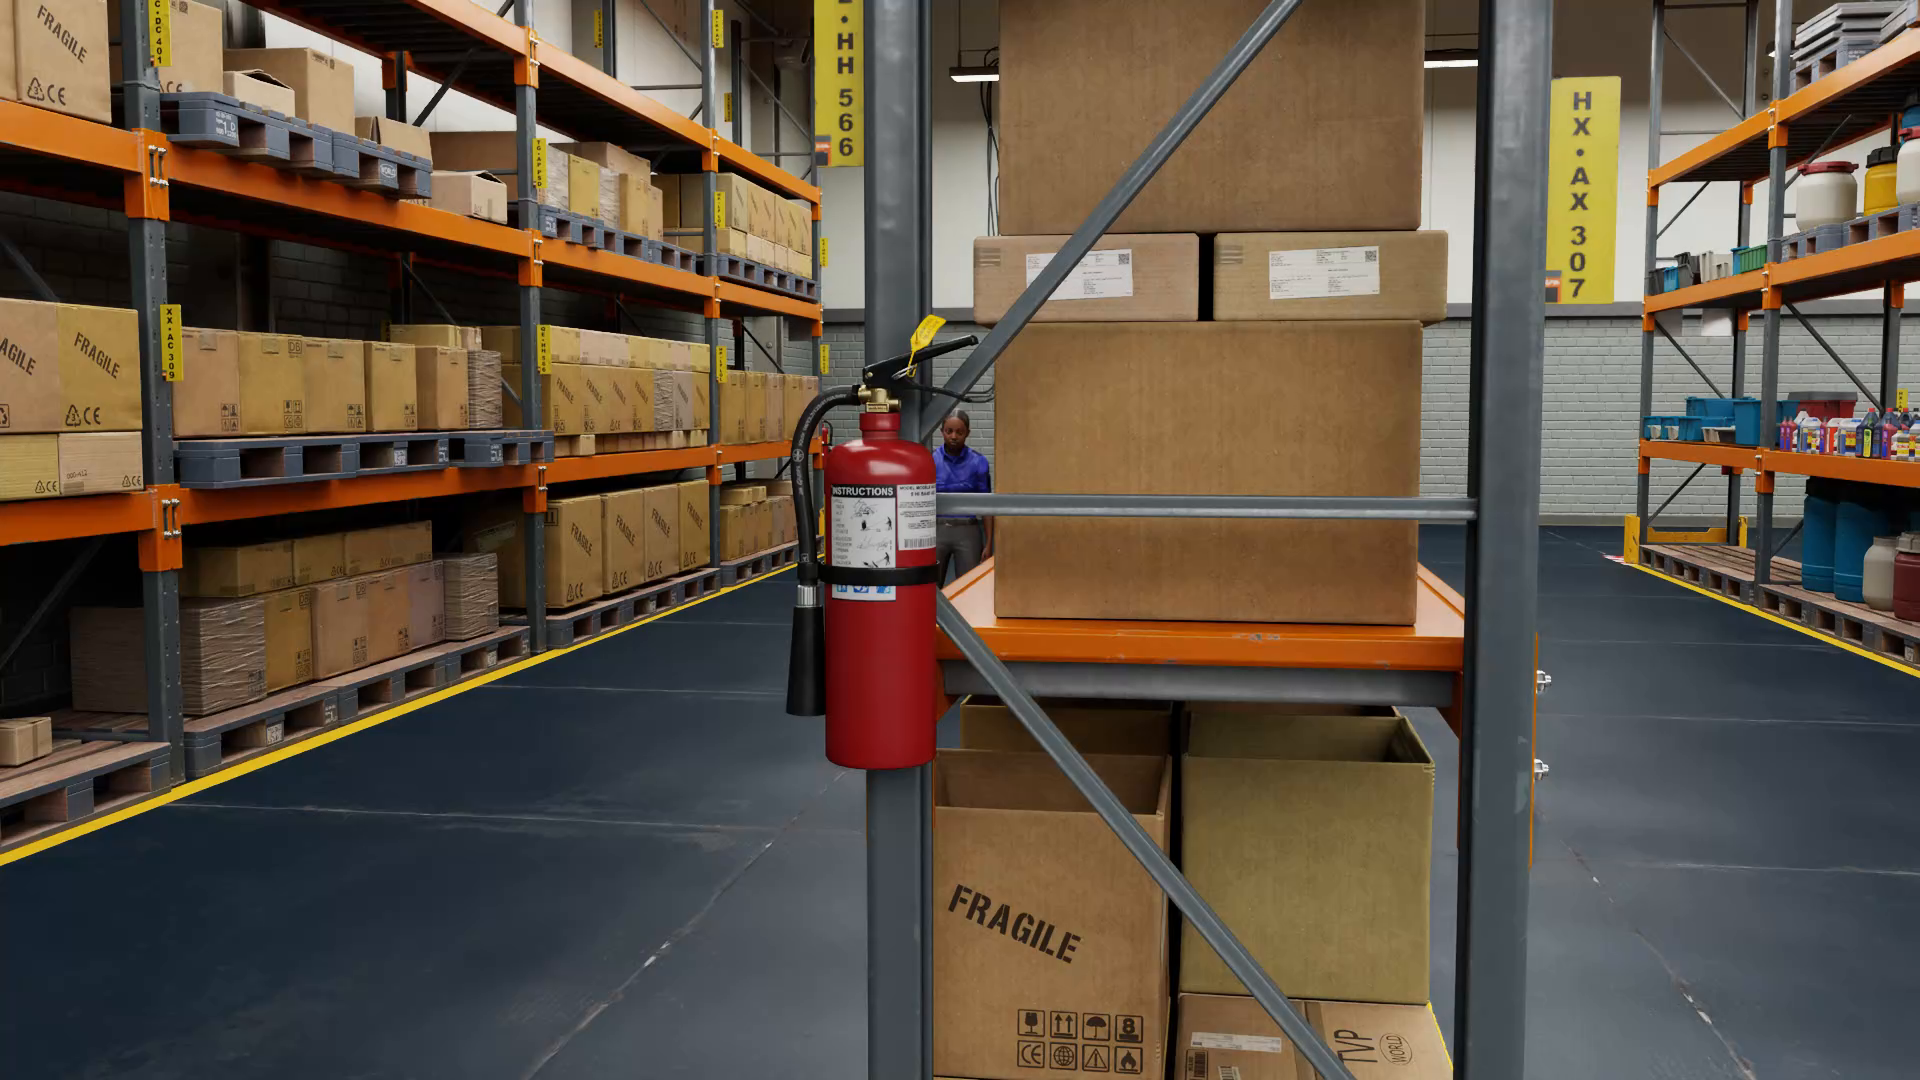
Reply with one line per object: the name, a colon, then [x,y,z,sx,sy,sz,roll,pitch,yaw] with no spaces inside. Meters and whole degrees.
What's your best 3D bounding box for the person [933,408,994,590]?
person: [-0.060,0.035,9.998,0.531,1.653,0.352,0,5,4]
